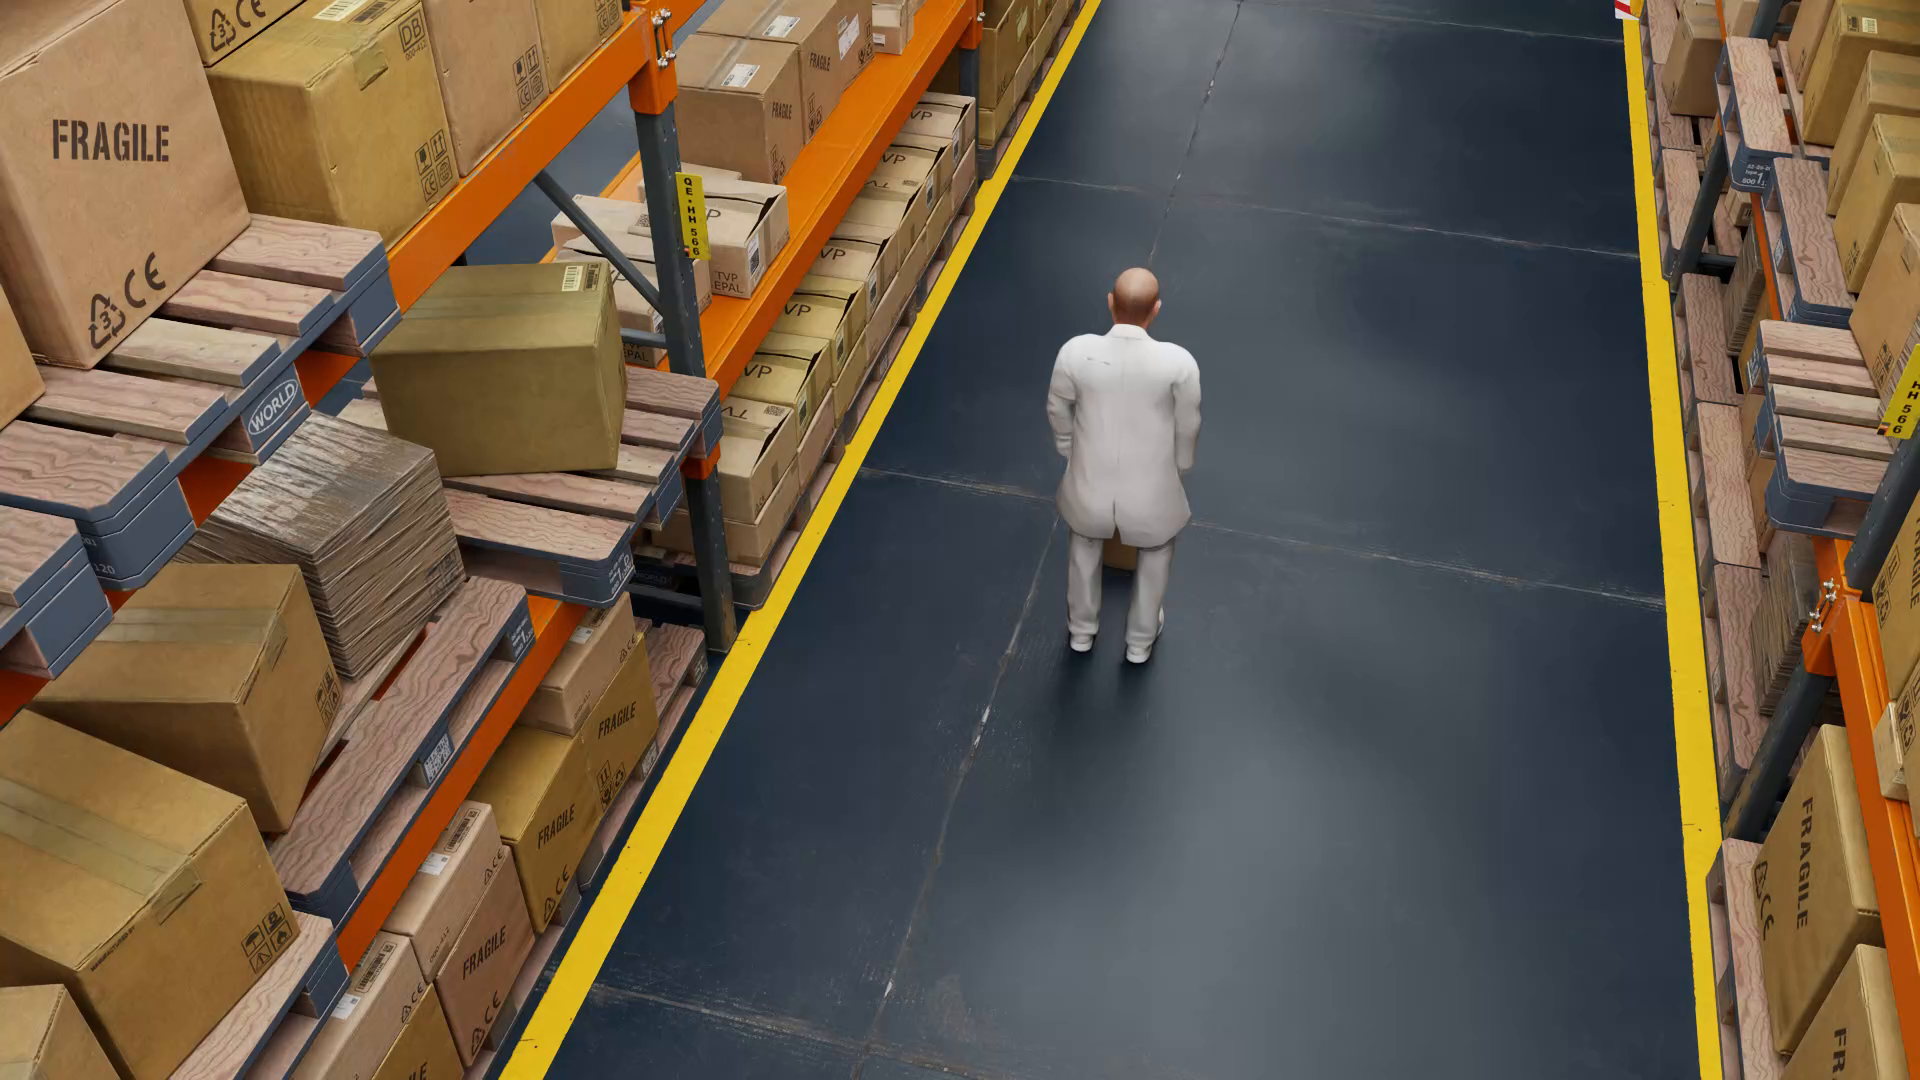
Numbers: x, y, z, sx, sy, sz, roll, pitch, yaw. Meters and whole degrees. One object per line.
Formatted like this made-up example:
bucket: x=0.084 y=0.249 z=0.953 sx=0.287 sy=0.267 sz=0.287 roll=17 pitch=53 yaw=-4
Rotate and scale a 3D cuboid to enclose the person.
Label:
person: x=0.624 y=-0.264 z=6.550 sx=0.599 sy=1.697 sz=0.459 roll=11 pitch=42 yaw=12
